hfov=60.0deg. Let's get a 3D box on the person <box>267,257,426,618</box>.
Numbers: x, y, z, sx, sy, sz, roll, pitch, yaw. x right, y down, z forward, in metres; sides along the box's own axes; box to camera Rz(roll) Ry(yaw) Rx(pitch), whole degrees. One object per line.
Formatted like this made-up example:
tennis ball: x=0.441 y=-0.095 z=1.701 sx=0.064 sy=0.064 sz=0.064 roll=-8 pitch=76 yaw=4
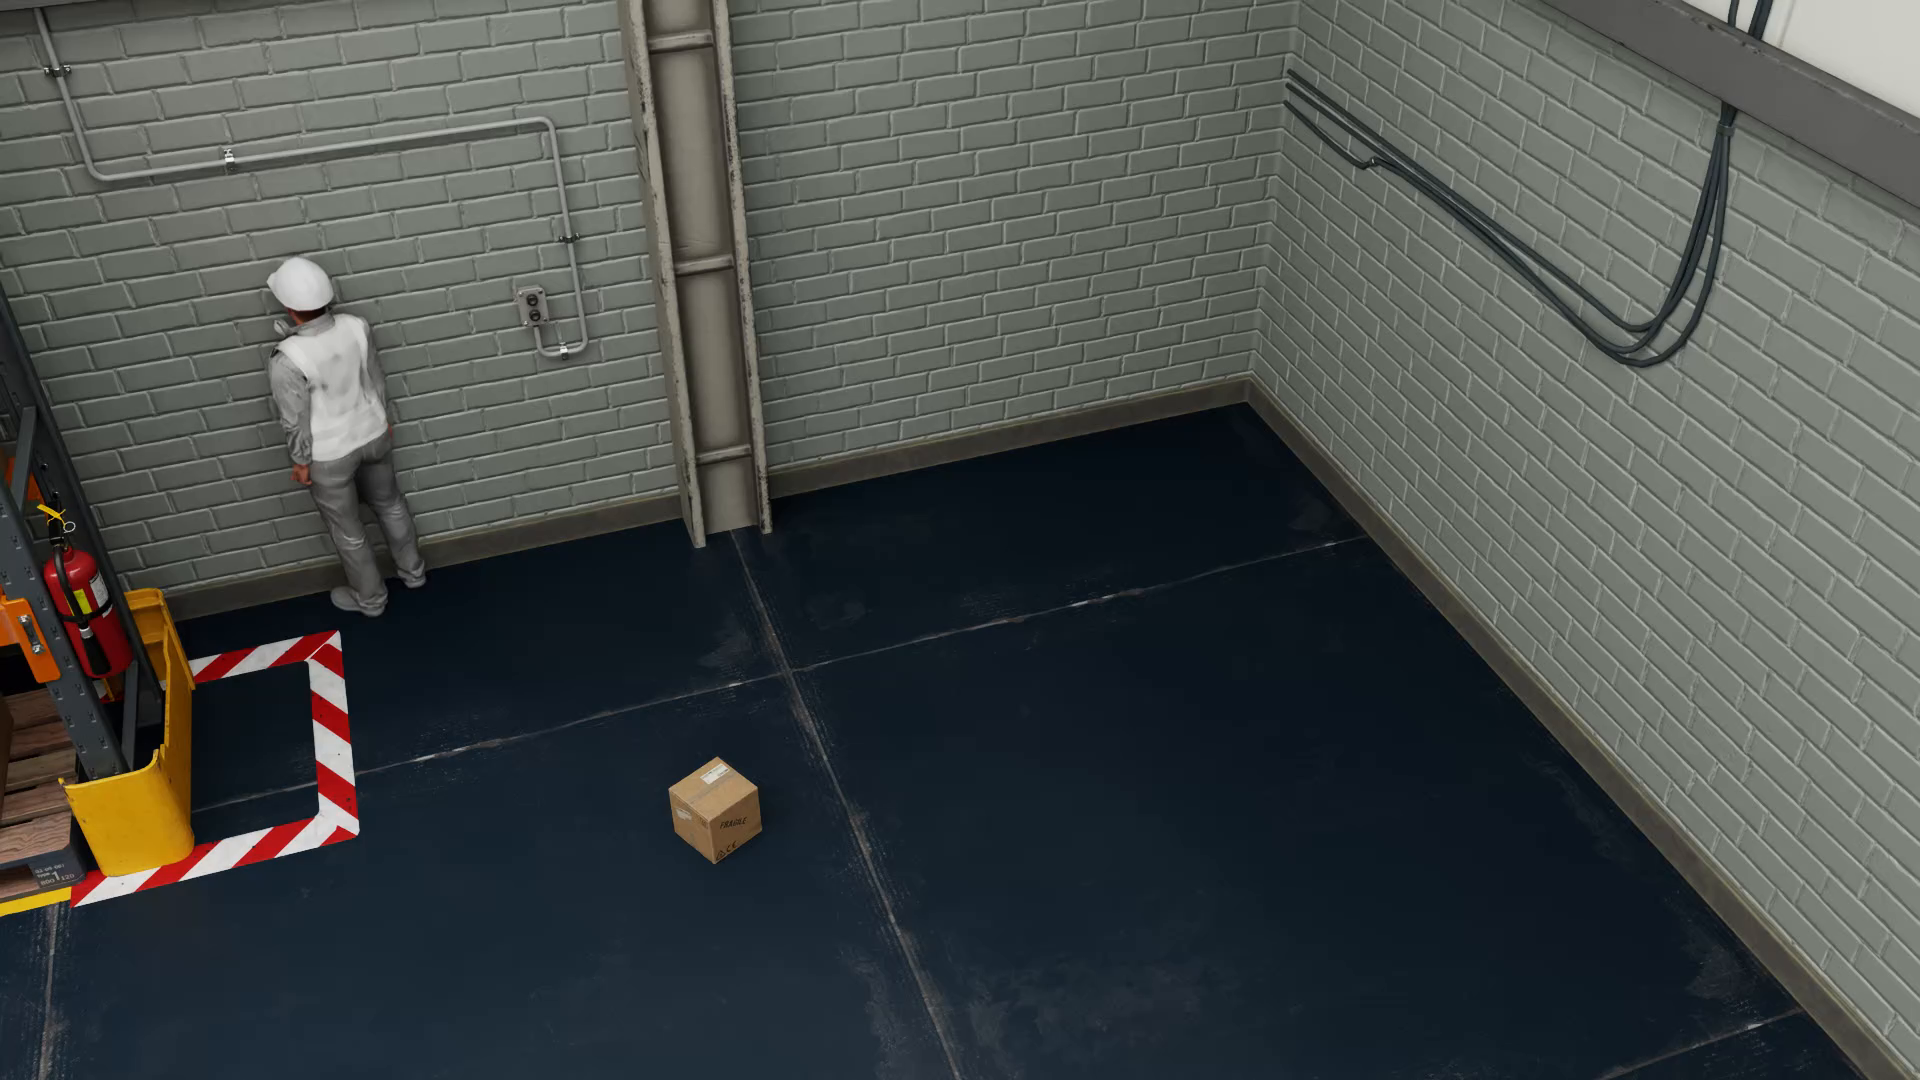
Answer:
person: x=-2.739 y=-0.441 z=7.338 sx=0.358 sy=1.784 sz=0.529 roll=22 pitch=43 yaw=26
